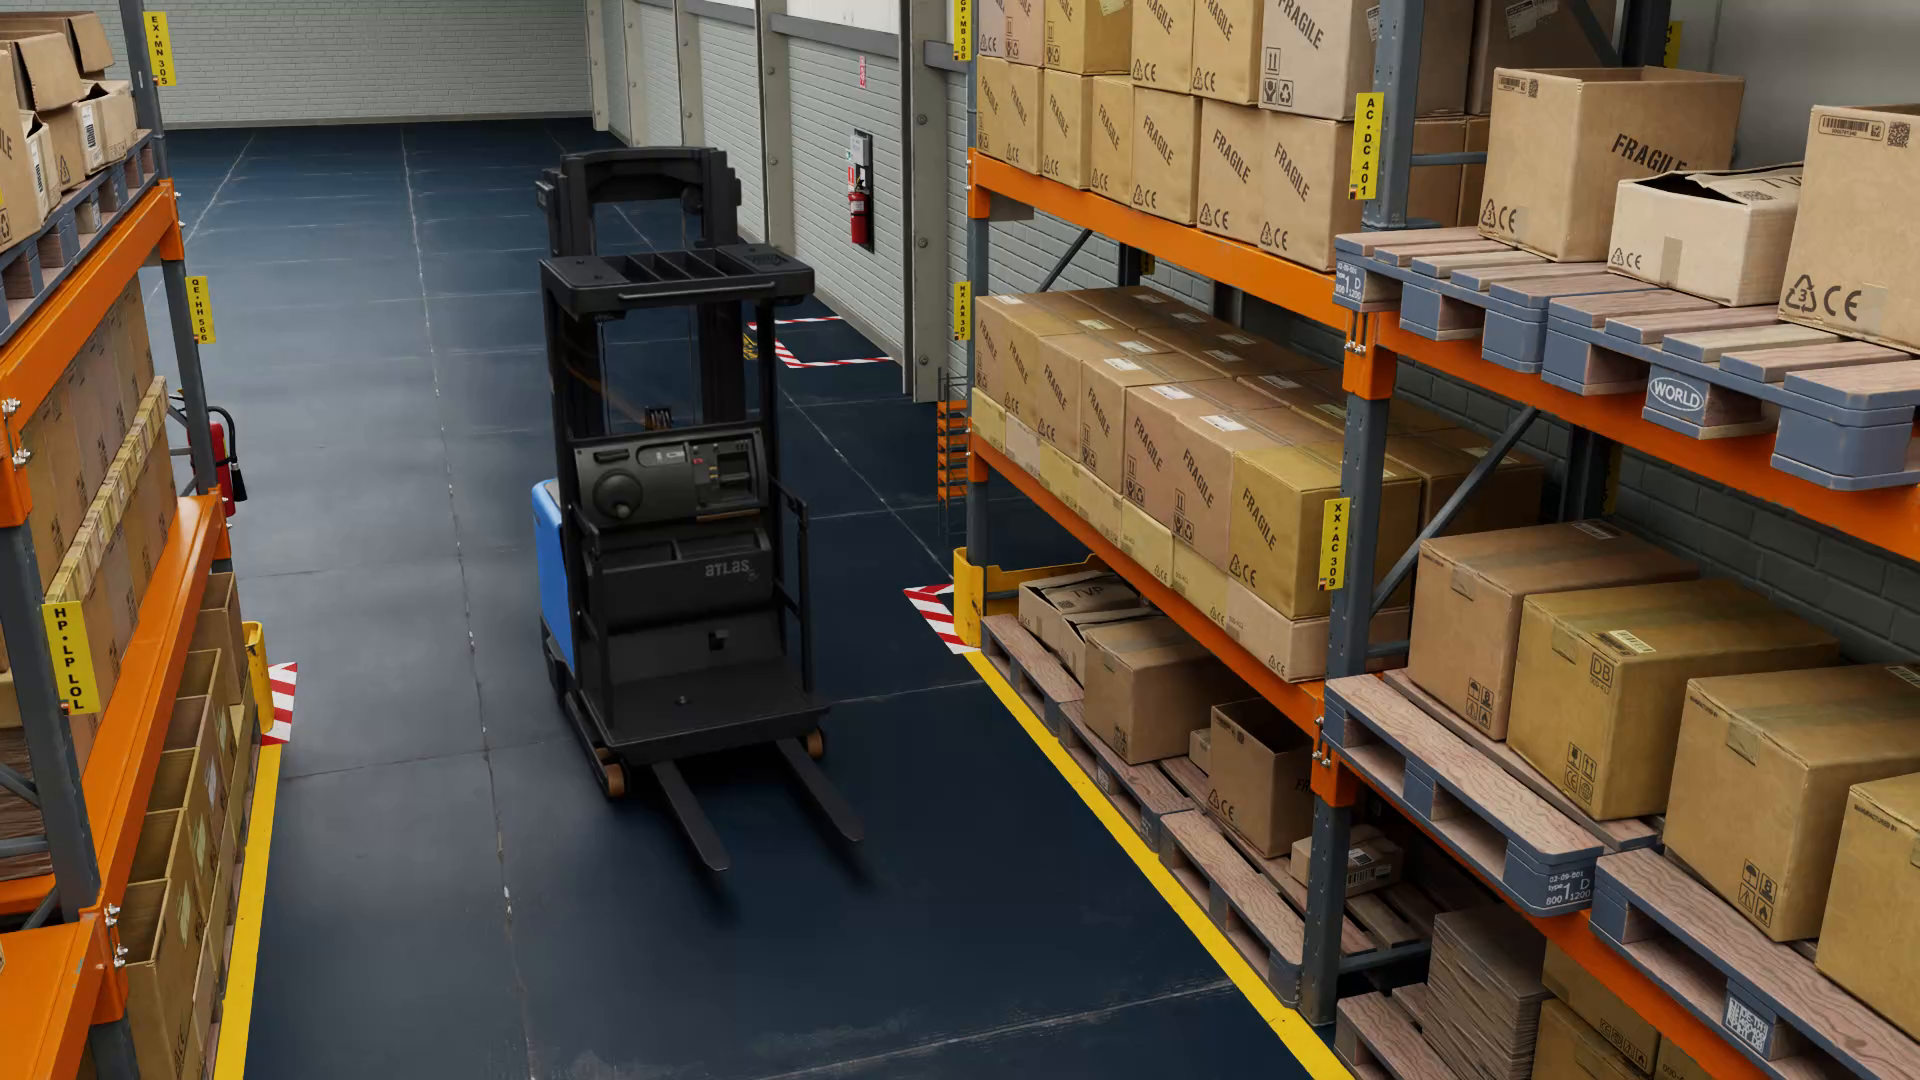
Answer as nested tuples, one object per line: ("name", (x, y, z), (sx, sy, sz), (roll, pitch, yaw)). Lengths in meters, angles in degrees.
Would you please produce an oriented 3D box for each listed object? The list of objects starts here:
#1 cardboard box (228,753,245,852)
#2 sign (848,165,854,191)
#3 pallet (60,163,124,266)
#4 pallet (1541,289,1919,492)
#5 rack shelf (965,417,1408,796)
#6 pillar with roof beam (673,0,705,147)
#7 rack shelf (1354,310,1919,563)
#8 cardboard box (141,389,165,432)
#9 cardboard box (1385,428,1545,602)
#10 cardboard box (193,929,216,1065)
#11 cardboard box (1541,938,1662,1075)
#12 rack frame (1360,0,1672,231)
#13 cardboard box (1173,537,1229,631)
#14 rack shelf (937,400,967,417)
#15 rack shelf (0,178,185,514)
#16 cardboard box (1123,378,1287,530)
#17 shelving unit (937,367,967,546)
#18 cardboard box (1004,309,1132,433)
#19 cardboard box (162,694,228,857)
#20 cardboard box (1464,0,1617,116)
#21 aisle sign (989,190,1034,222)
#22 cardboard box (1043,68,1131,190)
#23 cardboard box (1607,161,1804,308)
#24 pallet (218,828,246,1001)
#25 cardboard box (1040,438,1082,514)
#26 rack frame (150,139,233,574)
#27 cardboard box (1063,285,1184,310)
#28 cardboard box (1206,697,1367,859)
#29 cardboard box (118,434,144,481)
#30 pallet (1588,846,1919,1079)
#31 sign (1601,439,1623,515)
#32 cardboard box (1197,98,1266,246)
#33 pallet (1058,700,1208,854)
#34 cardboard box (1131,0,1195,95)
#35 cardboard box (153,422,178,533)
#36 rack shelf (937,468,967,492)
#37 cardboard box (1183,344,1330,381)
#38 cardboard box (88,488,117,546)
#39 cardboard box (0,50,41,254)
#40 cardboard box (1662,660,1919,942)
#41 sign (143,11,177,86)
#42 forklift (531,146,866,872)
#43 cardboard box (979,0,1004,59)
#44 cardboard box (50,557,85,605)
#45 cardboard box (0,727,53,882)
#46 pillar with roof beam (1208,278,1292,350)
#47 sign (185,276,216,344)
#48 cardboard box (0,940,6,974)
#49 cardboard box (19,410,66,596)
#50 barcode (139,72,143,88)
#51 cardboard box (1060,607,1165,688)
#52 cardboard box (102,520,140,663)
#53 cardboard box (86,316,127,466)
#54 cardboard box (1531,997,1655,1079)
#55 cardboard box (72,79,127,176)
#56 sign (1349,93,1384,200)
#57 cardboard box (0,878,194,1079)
("cardboard box", (-3.394, 1.163, 7.188), (0.500, 0.250, 0.500), (-6, 21, -17))
("sign", (-1.130, -3.716, 17.272), (0.001, 0.329, 0.234), (-6, 21, -17))
("pallet", (-3.586, -1.142, 5.852), (1.003, 0.211, 1.213), (-6, 21, -17))
("pallet", (2.210, -0.419, 3.986), (1.213, 0.211, 1.003), (-6, 21, -17))
("rack shelf", (1.160, 0.059, 7.878), (1.077, 0.370, 4.000), (-6, 21, -17))
("pillar with roof beam", (-8.172, -8.931, 22.968), (9.100, 9.000, 0.400), (-6, 21, -17))
("rack shelf", (2.417, -0.069, 3.798), (1.077, 0.370, 4.000), (-6, 21, -17))
("cardboard box", (-3.786, -0.560, 7.430), (0.380, 0.149, 0.250), (-6, 21, -16))
("cardboard box", (1.839, -0.102, 6.347), (0.500, 0.500, 0.500), (-7, 21, -18))
("cardboard box", (-2.924, 1.644, 5.847), (0.500, 0.250, 0.500), (-6, 21, -17))
("cardboard box", (2.177, 1.354, 5.146), (0.500, 0.250, 0.500), (-7, 21, -18))
("rack frame", (1.788, -2.461, 4.956), (1.000, 3.000, 0.127), (-6, 21, -17))
("cardboard box", (1.203, 0.143, 6.773), (0.500, 0.250, 0.500), (-6, 21, -17))
("rack shelf", (-0.005, -0.866, 11.120), (0.258, 0.103, 0.180), (-6, 21, -17))
("rack shelf", (-3.542, -0.825, 5.903), (1.077, 0.370, 4.000), (-6, 21, -17))
("cardboard box", (1.036, -0.370, 7.093), (0.500, 0.500, 0.500), (-7, 21, -19))
("shelving unit", (-0.005, -0.569, 11.227), (0.258, 1.200, 0.189), (-6, 21, -17))
("cardboard box", (0.542, -0.868, 8.479), (0.500, 0.500, 0.500), (-6, 21, -17))
("cardboard box", (-3.235, 0.970, 6.615), (0.500, 0.500, 0.500), (-6, 21, -17))
("cardboard box", (1.905, -1.764, 5.796), (0.500, 0.500, 0.500), (-6, 21, -16))
("aisle sign", (0.223, -2.136, 9.080), (0.394, 0.787, 0.004), (-6, 21, -17))
("cardboard box", (0.701, -1.913, 7.691), (0.500, 0.500, 0.500), (-5, 20, -15))
("cardboard box", (2.078, -0.823, 4.345), (0.500, 0.311, 0.500), (-6, 21, -15))
("pallet", (-3.511, 1.550, 6.787), (1.003, 0.211, 1.213), (-6, 21, -17))
("cardboard box", (0.714, -0.340, 8.119), (0.500, 0.250, 0.500), (-7, 21, -18))
("rack frame", (-4.171, -0.394, 8.075), (1.000, 3.000, 0.127), (-6, 21, -17))
("cardboard box", (0.881, -1.084, 9.081), (0.500, 0.500, 0.500), (-7, 21, -18))
("cardboard box", (1.424, 1.003, 7.234), (0.500, 0.500, 0.500), (-8, 21, -21))
("cardboard box", (-3.546, -0.313, 6.742), (0.380, 0.149, 0.250), (-6, 21, -16))
("pallet", (2.384, 1.105, 4.185), (1.003, 0.211, 1.213), (-6, 21, -17))
("sign", (2.314, -0.243, 5.942), (0.100, 0.325, 0.005), (-6, 21, -17))
("cardboard box", (1.248, -1.405, 6.276), (0.500, 0.500, 0.500), (-8, 21, -22))
("pallet", (1.156, 1.071, 8.123), (1.003, 0.211, 1.213), (-6, 21, -17))
("cardboard box", (1.017, -2.049, 6.591), (0.500, 0.500, 0.500), (-7, 21, -19))
("cardboard box", (-4.036, -0.290, 7.637), (0.700, 0.500, 0.500), (-6, 21, -17))
("rack shelf", (-0.005, -0.415, 11.282), (0.258, 0.103, 0.180), (-6, 21, -17))
("cardboard box", (1.355, -0.595, 7.717), (0.500, 0.500, 0.500), (-6, 21, -16))
("cardboard box", (-3.304, -0.066, 6.055), (0.380, 0.149, 0.250), (-7, 21, -18))
("cardboard box", (-2.821, -1.022, 4.411), (0.500, 0.500, 0.500), (-5, 20, -13))
("cardboard box", (2.321, 0.663, 4.333), (0.700, 0.500, 0.500), (-4, 20, -10))
("sign", (-3.651, -2.238, 7.580), (0.100, 0.325, 0.005), (-6, 21, -17))
("forklift", (-1.316, -0.305, 7.931), (1.130, 2.935, 3.031), (-8, 21, -22))
("cardboard box", (0.422, -2.710, 8.431), (0.500, 0.500, 0.500), (-8, 21, -21))
("cardboard box", (-3.059, 0.184, 5.360), (0.380, 0.149, 0.250), (-7, 21, -18))
("cardboard box", (-3.059, 0.701, 4.879), (0.700, 0.500, 0.500), (-7, 21, -19))
("pillar with roof beam", (-2.515, -3.154, 6.887), (9.100, 9.000, 0.400), (-6, 21, -17))
("sign", (-3.651, -1.103, 7.987), (0.100, 0.325, 0.005), (-6, 21, -17))
("cardboard box", (-2.717, 1.114, 4.100), (0.500, 0.250, 0.500), (-5, 20, -14))
("cardboard box", (-3.219, -0.071, 5.111), (0.700, 0.500, 0.500), (-6, 21, -17))
("barcode", (-3.618, -2.033, 7.343), (0.001, 0.075, 0.075), (-6, 21, -17))
("cardboard box", (0.842, 0.552, 8.770), (0.500, 0.311, 0.500), (-5, 20, -13))
("cardboard box", (-3.547, 0.207, 6.255), (0.700, 0.500, 0.500), (-6, 21, -16))
("cardboard box", (-3.690, -0.553, 6.452), (0.700, 0.500, 0.500), (-6, 21, -17))
("cardboard box", (2.245, 1.727, 5.219), (0.700, 0.500, 0.500), (-7, 21, -18))
("cardboard box", (-3.384, -1.507, 6.041), (0.500, 0.311, 0.500), (-4, 20, -11))
("sign", (1.275, -1.232, 5.208), (0.100, 0.325, 0.005), (-6, 21, -17))
("cardboard box", (-2.762, 1.451, 5.275), (0.500, 0.500, 0.500), (-6, 21, -17))
